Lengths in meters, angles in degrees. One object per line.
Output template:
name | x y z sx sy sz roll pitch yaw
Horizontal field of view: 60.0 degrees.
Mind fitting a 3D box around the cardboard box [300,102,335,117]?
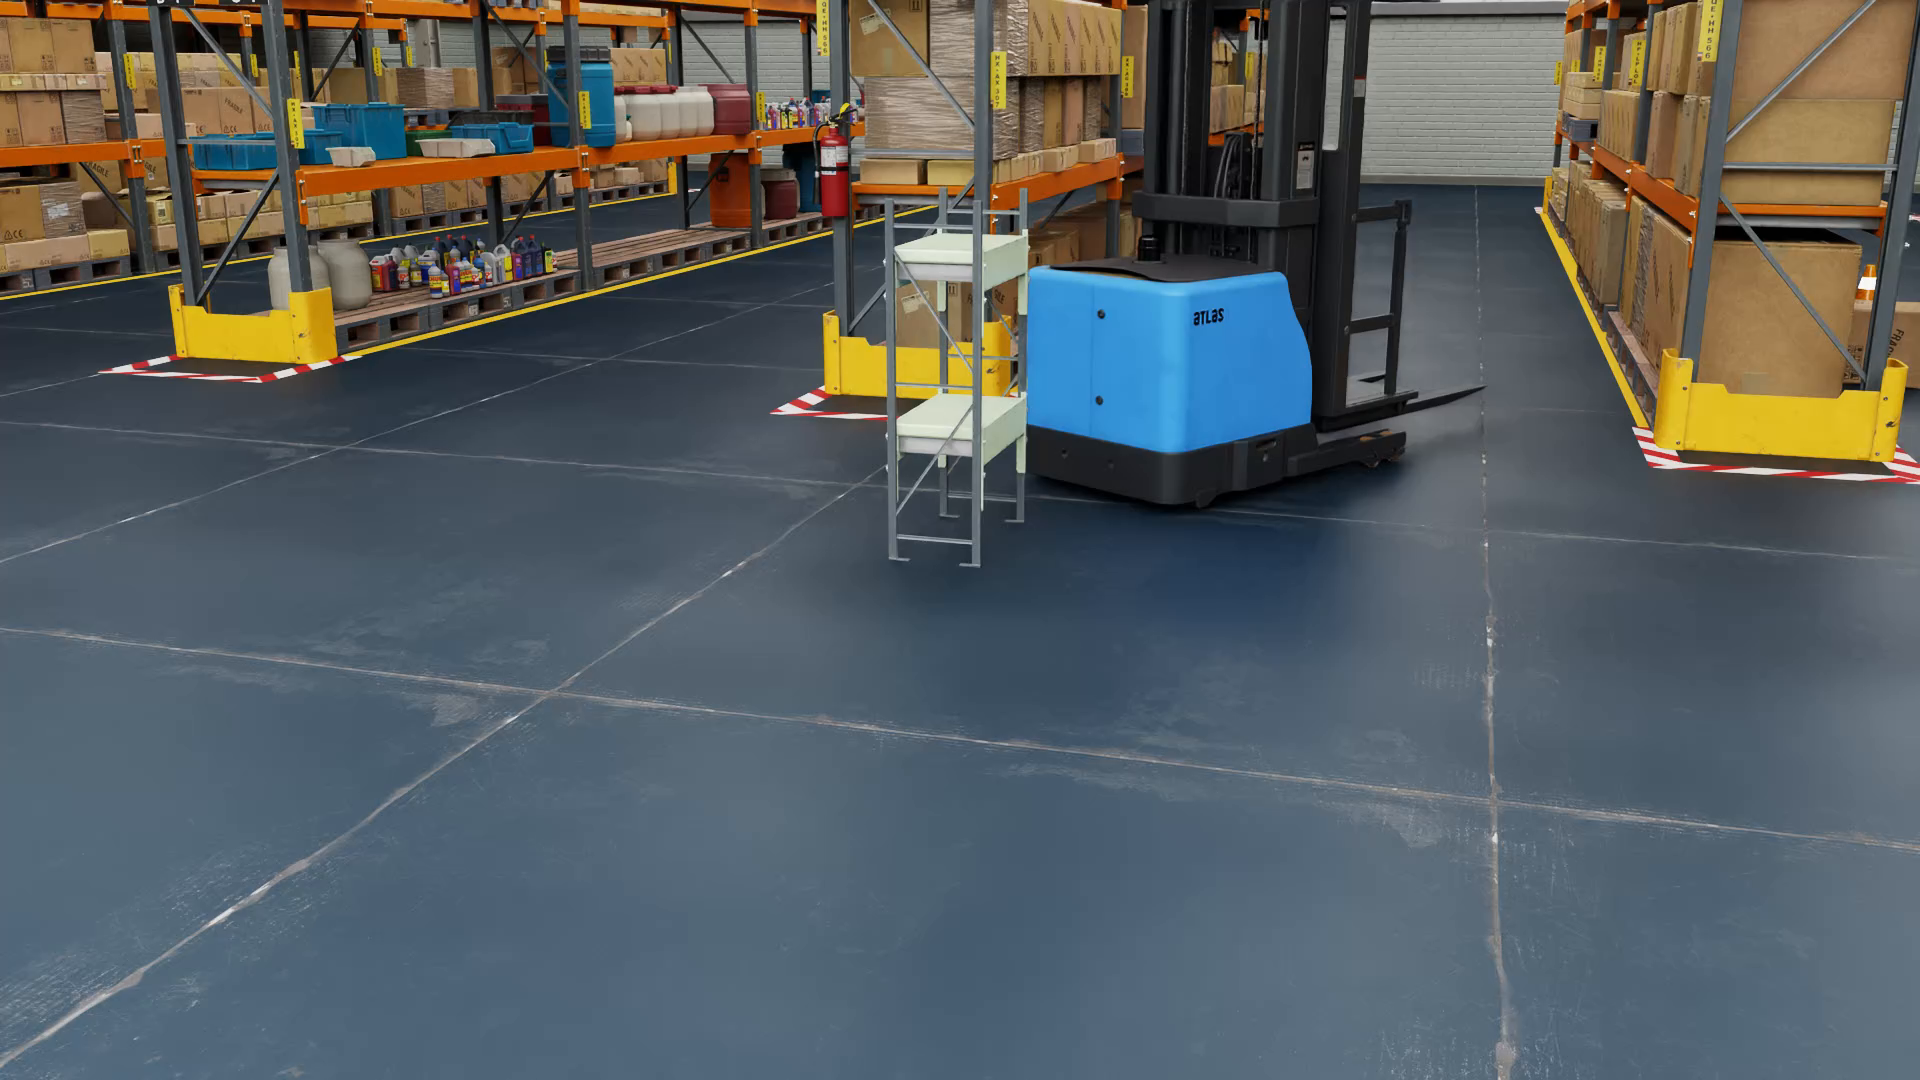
cardboard box | -7.664 -5.086 19.926 0.500 0.311 0.500 6 17 19

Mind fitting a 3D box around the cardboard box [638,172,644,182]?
cardboard box | -5.365 -5.902 27.025 0.380 0.166 0.250 5 16 16

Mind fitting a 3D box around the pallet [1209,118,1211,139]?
pallet | 1.878 -4.164 16.866 1.213 0.211 1.003 5 16 16

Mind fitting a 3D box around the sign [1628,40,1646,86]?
sign | 5.045 -3.552 12.379 0.100 0.325 0.005 5 16 16

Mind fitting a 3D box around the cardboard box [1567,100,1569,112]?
cardboard box | 7.068 -4.897 18.787 0.380 0.149 0.250 5 17 16

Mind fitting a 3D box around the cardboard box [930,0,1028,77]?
cardboard box | 0.122 -3.153 10.389 0.500 0.500 0.500 5 16 16

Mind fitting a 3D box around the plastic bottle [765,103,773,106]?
plastic bottle | -2.460 -5.428 21.196 0.152 0.276 0.135 5 16 16

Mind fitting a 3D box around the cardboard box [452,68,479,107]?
cardboard box | -6.825 -6.050 22.210 0.700 0.500 0.500 1 16 2

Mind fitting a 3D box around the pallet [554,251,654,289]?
pallet | -3.722 -2.656 16.306 1.003 0.211 1.213 5 16 16

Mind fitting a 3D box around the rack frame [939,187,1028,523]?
rack frame | 0.102 -0.816 7.456 0.400 1.500 0.023 5 16 16

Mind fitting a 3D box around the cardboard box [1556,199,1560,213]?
cardboard box | 7.920 -4.317 21.507 0.380 0.149 0.250 5 16 16

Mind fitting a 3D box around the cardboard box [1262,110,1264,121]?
cardboard box | 4.031 -5.905 23.111 0.380 0.149 0.250 5 17 17

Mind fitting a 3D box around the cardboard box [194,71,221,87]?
cardboard box | -11.158 -6.576 24.253 0.500 0.500 0.500 5 17 16

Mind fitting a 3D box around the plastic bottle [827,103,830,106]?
plastic bottle | -1.683 -5.466 21.332 0.152 0.276 0.135 5 16 16

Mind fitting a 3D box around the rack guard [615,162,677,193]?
rack guard | -5.267 -6.091 27.888 1.175 0.500 0.348 5 16 16

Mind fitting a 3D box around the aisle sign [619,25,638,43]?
aisle sign | -5.508 -8.605 27.405 0.394 0.787 0.004 5 16 16

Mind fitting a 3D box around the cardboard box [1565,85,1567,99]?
cardboard box | 7.289 -5.244 19.465 0.380 0.149 0.250 5 17 17

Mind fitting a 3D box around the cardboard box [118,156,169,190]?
cardboard box | -11.680 -5.182 23.273 0.750 0.750 0.750 5 16 16

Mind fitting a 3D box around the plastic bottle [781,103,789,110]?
plastic bottle | -2.248 -5.477 21.368 0.152 0.276 0.135 5 16 16

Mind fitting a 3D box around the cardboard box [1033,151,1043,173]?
cardboard box | 0.363 -2.621 11.534 0.380 0.149 0.250 5 16 16

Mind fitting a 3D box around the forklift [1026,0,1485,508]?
forklift | 1.719 -1.876 8.572 3.031 2.935 1.130 -14 21 -41

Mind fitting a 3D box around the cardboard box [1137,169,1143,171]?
cardboard box | 2.194 -3.810 18.389 1.225 0.875 0.875 4 16 13

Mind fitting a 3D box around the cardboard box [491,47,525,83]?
cardboard box | -6.487 -6.948 24.314 0.500 0.500 0.500 5 17 16

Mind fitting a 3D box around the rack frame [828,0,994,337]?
rack frame | -0.295 -2.358 10.147 1.000 3.000 0.127 5 16 16

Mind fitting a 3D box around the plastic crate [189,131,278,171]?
plastic crate | -5.189 -2.825 12.065 0.499 0.251 0.616 5 16 16

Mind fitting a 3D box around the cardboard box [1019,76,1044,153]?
cardboard box | 0.098 -2.959 11.536 0.875 0.500 0.500 5 16 16

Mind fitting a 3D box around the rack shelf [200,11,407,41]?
rack shelf | -10.564 -8.270 26.812 1.077 0.370 4.000 5 16 16

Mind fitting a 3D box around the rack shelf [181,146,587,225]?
rack shelf | -4.476 -2.920 13.444 1.077 0.370 4.000 5 16 16

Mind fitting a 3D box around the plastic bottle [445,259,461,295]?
plastic bottle | -4.148 -2.155 13.602 0.061 0.283 0.133 5 17 17

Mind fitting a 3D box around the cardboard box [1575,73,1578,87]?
cardboard box | 6.774 -4.909 17.742 0.380 0.149 0.250 5 17 19

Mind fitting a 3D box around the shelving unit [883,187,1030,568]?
shelving unit | -0.002 -0.720 7.119 0.431 1.500 0.755 5 16 16

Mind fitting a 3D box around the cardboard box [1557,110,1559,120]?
cardboard box | 8.572 -5.953 23.281 0.380 0.149 0.250 4 16 15

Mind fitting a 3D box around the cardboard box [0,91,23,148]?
cardboard box | -9.066 -3.836 15.173 0.700 0.500 0.500 5 17 17

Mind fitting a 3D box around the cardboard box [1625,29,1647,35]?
cardboard box | 8.203 -5.858 19.925 0.500 0.500 0.500 5 17 17

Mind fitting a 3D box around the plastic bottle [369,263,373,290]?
plastic bottle | -4.927 -2.194 13.738 0.061 0.283 0.133 5 17 17

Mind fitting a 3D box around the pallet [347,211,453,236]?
pallet | -7.270 -4.071 21.296 1.003 0.211 1.213 5 16 16

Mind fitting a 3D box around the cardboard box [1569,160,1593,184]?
cardboard box | 7.378 -4.274 19.338 0.500 0.250 0.500 4 16 13

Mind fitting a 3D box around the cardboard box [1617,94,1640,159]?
cardboard box | 5.604 -3.331 13.394 0.500 0.500 0.500 4 16 15

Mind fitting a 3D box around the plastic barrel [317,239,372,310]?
plastic barrel | -4.788 -2.057 12.873 0.421 0.512 0.421 0 16 0

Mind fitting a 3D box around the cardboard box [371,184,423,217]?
cardboard box | -7.115 -4.326 20.860 0.500 0.500 0.500 5 17 18

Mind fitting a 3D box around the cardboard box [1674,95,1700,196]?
cardboard box | 4.629 -2.266 9.545 0.875 0.550 0.550 5 16 16

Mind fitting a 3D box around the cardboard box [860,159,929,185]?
cardboard box | -0.412 -2.328 10.500 0.380 0.149 0.250 5 16 16

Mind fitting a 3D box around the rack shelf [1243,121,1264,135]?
rack shelf | 3.683 -5.675 23.158 1.077 0.370 4.000 5 16 16

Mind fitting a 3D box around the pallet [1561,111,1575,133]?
pallet | 7.485 -4.806 19.127 1.003 0.211 1.213 5 16 16

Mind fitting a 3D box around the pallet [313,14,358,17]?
pallet | -10.197 -8.902 27.883 1.003 0.211 1.213 5 16 16

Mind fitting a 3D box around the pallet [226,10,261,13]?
pallet | -10.890 -8.264 25.633 1.003 0.211 1.213 5 16 16

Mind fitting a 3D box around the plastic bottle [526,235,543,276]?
plastic bottle | -3.814 -2.535 14.819 0.144 0.351 0.185 4 16 14

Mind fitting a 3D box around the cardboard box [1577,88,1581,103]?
cardboard box | 6.555 -4.568 17.083 0.380 0.149 0.250 5 17 17

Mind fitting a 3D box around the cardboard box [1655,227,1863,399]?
cardboard box | 4.561 -1.310 9.574 0.875 0.875 0.875 5 17 16

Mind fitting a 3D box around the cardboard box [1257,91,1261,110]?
cardboard box | 3.787 -5.937 22.494 0.500 0.250 0.500 5 17 17

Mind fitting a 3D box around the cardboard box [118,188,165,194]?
cardboard box | -8.674 -3.588 17.723 0.500 0.311 0.500 5 17 17

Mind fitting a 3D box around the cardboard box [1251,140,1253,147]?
cardboard box | 3.379 -4.844 22.035 0.875 0.875 0.875 5 16 16

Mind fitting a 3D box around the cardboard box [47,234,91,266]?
cardboard box | -8.729 -2.785 15.920 0.500 0.250 0.500 5 16 16

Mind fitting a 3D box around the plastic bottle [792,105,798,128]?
plastic bottle | -2.016 -5.132 20.160 0.097 0.271 0.097 0 16 0

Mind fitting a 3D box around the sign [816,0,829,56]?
sign | -0.822 -3.116 10.116 0.100 0.325 0.005 5 16 16

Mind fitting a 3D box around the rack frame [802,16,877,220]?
rack frame | -1.634 -5.882 22.569 1.000 3.000 0.127 5 16 16
